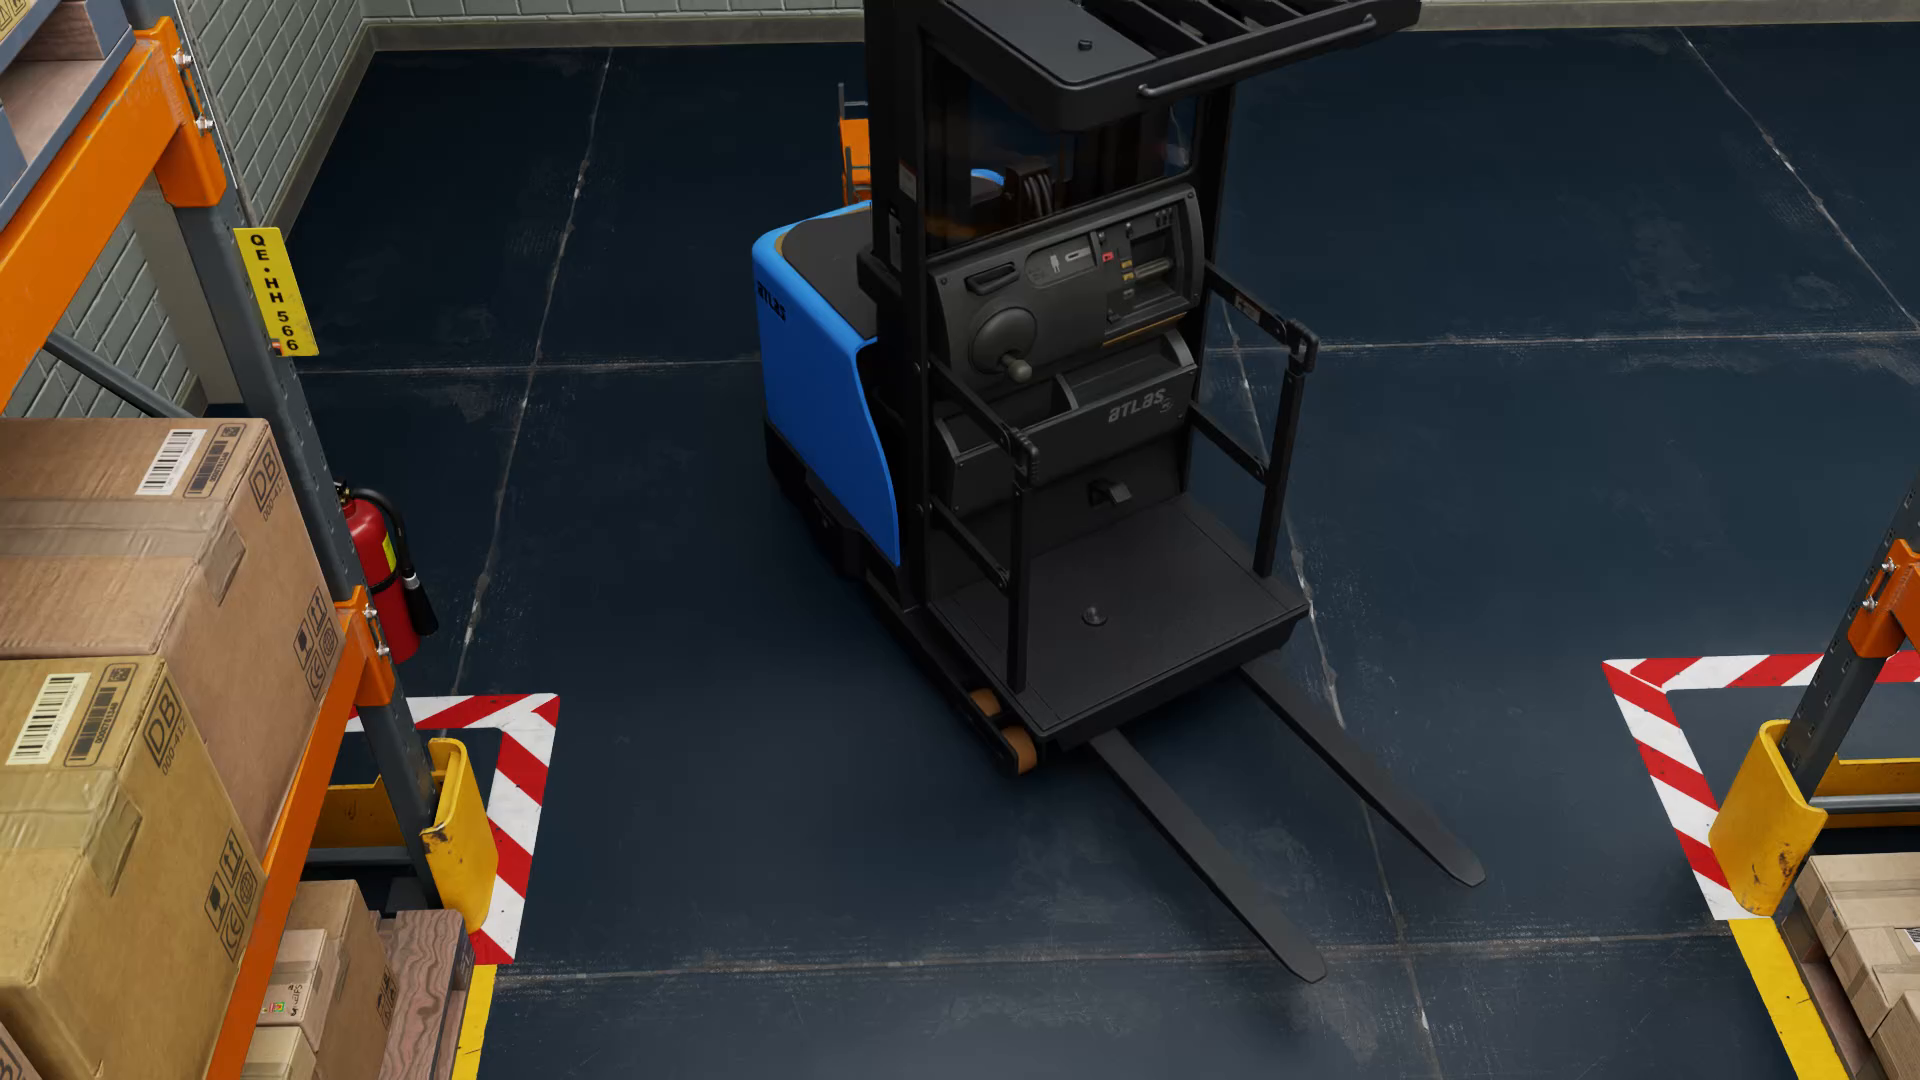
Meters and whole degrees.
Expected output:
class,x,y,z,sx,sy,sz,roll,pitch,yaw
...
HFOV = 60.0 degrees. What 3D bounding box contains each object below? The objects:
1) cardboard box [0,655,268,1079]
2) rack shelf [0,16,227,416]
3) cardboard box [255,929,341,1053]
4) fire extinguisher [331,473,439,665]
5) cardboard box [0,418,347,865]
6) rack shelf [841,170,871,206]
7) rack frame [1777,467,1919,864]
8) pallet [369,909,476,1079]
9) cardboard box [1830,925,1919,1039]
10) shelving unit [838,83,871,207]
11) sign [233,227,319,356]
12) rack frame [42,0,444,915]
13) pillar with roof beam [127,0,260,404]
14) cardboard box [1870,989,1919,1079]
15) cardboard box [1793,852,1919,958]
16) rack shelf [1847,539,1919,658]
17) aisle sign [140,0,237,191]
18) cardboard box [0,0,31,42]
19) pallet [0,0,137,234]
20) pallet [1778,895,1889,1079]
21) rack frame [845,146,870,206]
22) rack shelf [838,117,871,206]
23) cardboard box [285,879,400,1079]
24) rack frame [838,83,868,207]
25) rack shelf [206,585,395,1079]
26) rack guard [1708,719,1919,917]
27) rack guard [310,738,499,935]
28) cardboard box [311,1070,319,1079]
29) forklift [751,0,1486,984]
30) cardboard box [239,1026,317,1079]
class,x,y,z,sx,sy,sz,roll,pitch,yaw
cardboard box,-1.940,0.715,3.028,0.980,0.700,0.700,-2,43,-2
rack shelf,-1.928,0.501,1.796,1.077,0.370,4.000,-2,43,-2
cardboard box,-1.696,1.070,3.922,0.380,0.149,0.250,-2,43,-2
fire extinguisher,-1.559,0.042,4.317,0.296,0.674,0.183,-2,43,-2
cardboard box,-1.982,0.225,3.563,0.980,0.700,0.700,0,43,0
rack shelf,-0.323,-1.267,6.513,0.258,0.148,0.480,-4,43,-5
rack frame,2.936,-0.154,4.198,1.000,3.000,0.127,-2,43,-2
pallet,-1.901,1.557,4.396,1.003,0.211,1.213,-2,43,-2
cardboard box,2.621,1.190,4.503,0.380,0.166,0.250,-2,43,-2
shelving unit,-0.323,-1.152,6.618,0.258,1.200,0.503,-4,43,-5
sign,-1.471,-0.529,3.575,0.100,0.325,0.005,-2,43,-2
rack frame,-2.013,-0.009,4.040,1.000,3.000,0.127,-2,43,-2
pillar with roof beam,1.309,-4.142,4.109,9.100,9.000,0.400,-2,43,-2
cardboard box,2.697,1.411,4.200,0.500,0.250,0.500,-2,43,-2
cardboard box,2.610,1.028,4.693,0.380,0.149,0.250,-2,43,-2
rack shelf,3.021,1.462,2.968,1.077,0.370,4.000,-2,43,-2
aisle sign,-1.717,-1.024,3.224,0.394,0.787,0.004,-2,43,-2
cardboard box,-1.717,-0.764,2.370,0.500,0.250,0.500,0,43,0
pallet,-1.971,-0.581,2.510,1.003,0.211,1.213,-2,43,-2
pallet,2.974,1.464,4.497,1.003,0.211,1.213,-2,43,-2
rack frame,-0.297,-0.988,6.440,0.240,1.200,0.015,-4,43,-5
rack shelf,-0.323,-1.441,6.353,0.258,0.148,0.480,-4,43,-5
cardboard box,-1.884,1.228,4.230,0.700,0.500,0.500,-2,43,-2
rack frame,-0.349,-1.316,6.797,0.240,1.200,0.015,-4,43,-5
rack shelf,-1.928,1.607,2.810,1.077,0.370,4.000,-2,43,-2
rack guard,2.939,0.819,4.986,1.175,0.500,0.348,-2,43,-2
rack guard,-2.014,0.896,4.902,1.175,0.500,0.348,-2,43,-2
cardboard box,-1.862,1.565,3.862,0.700,0.500,0.500,-2,43,-2
forklift,0.455,-0.680,4.823,1.130,2.935,3.031,-23,47,-23
cardboard box,-1.685,1.242,3.734,0.380,0.149,0.250,-1,43,-1
